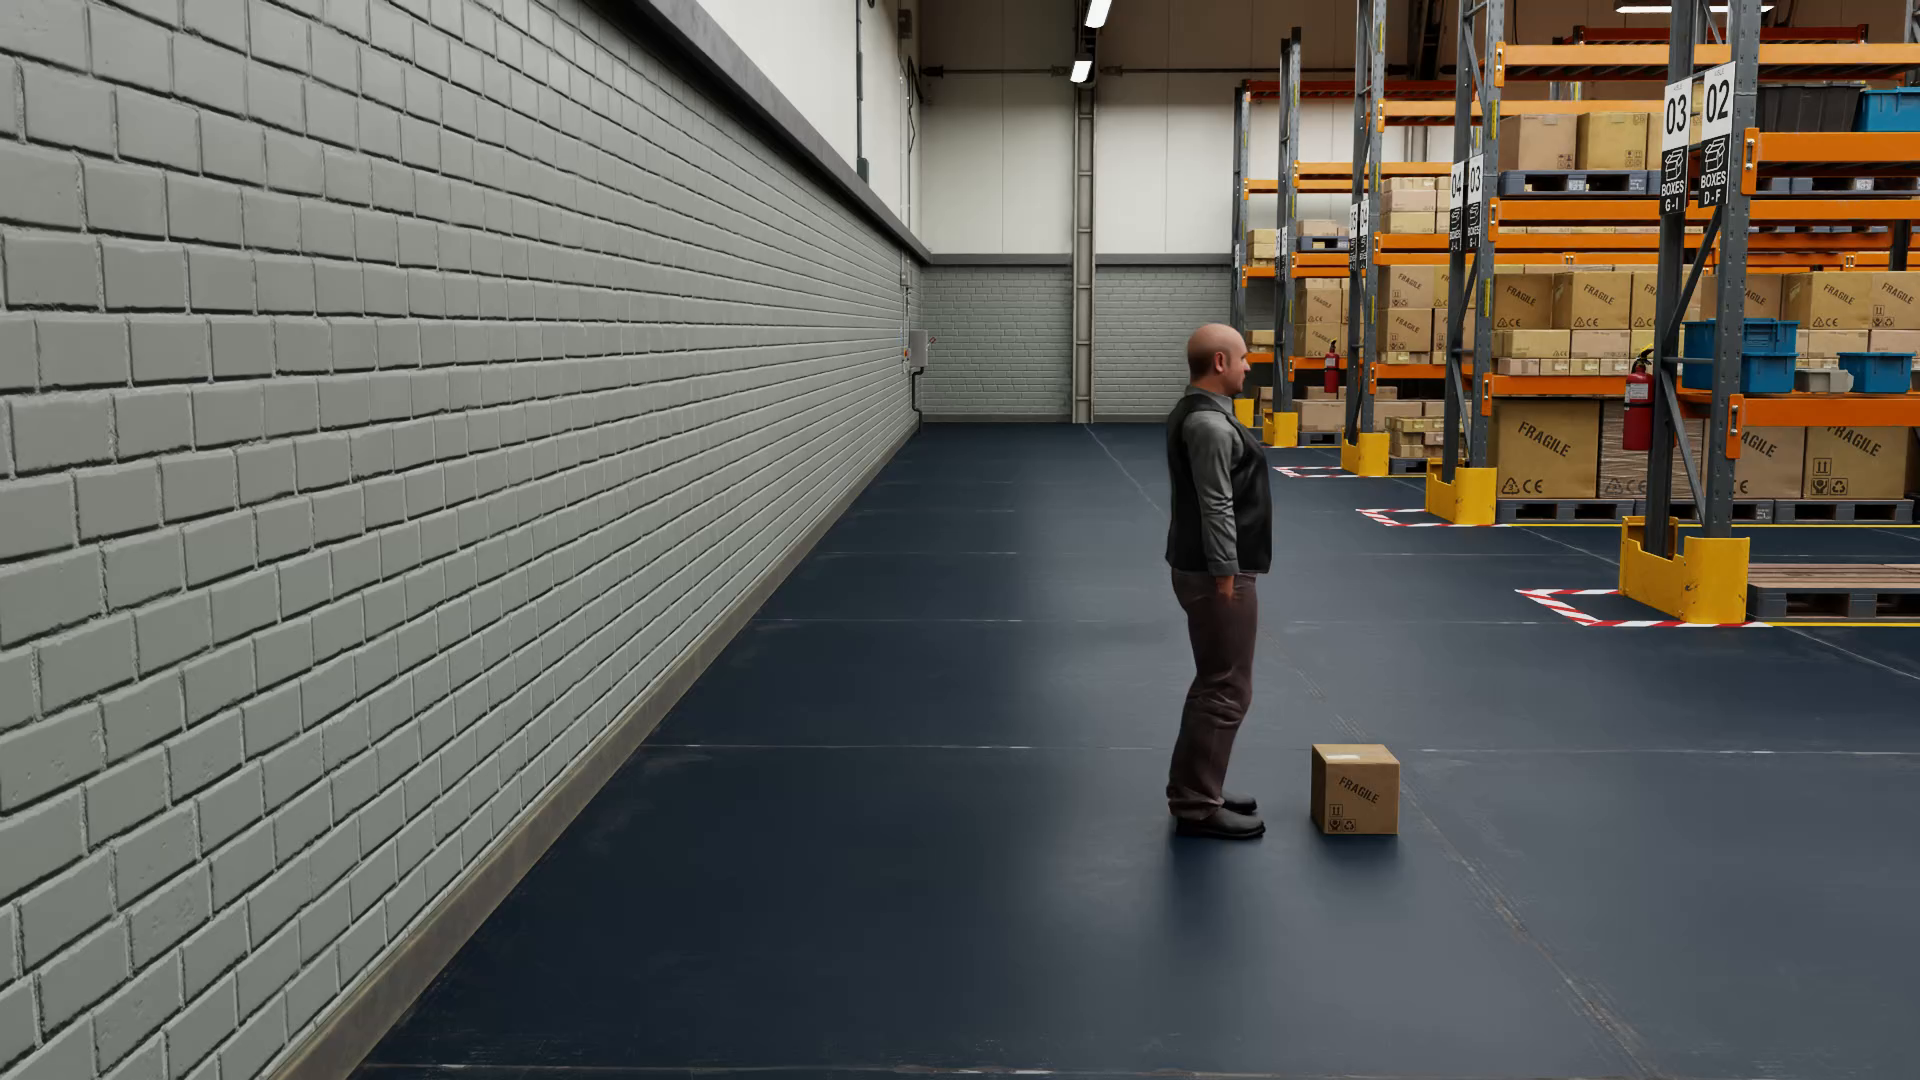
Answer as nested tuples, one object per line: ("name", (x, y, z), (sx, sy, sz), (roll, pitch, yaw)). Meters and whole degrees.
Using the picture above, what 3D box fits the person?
("person", (0.877, 0.128, 5.665), (0.359, 1.713, 0.533), (0, 7, 2))
